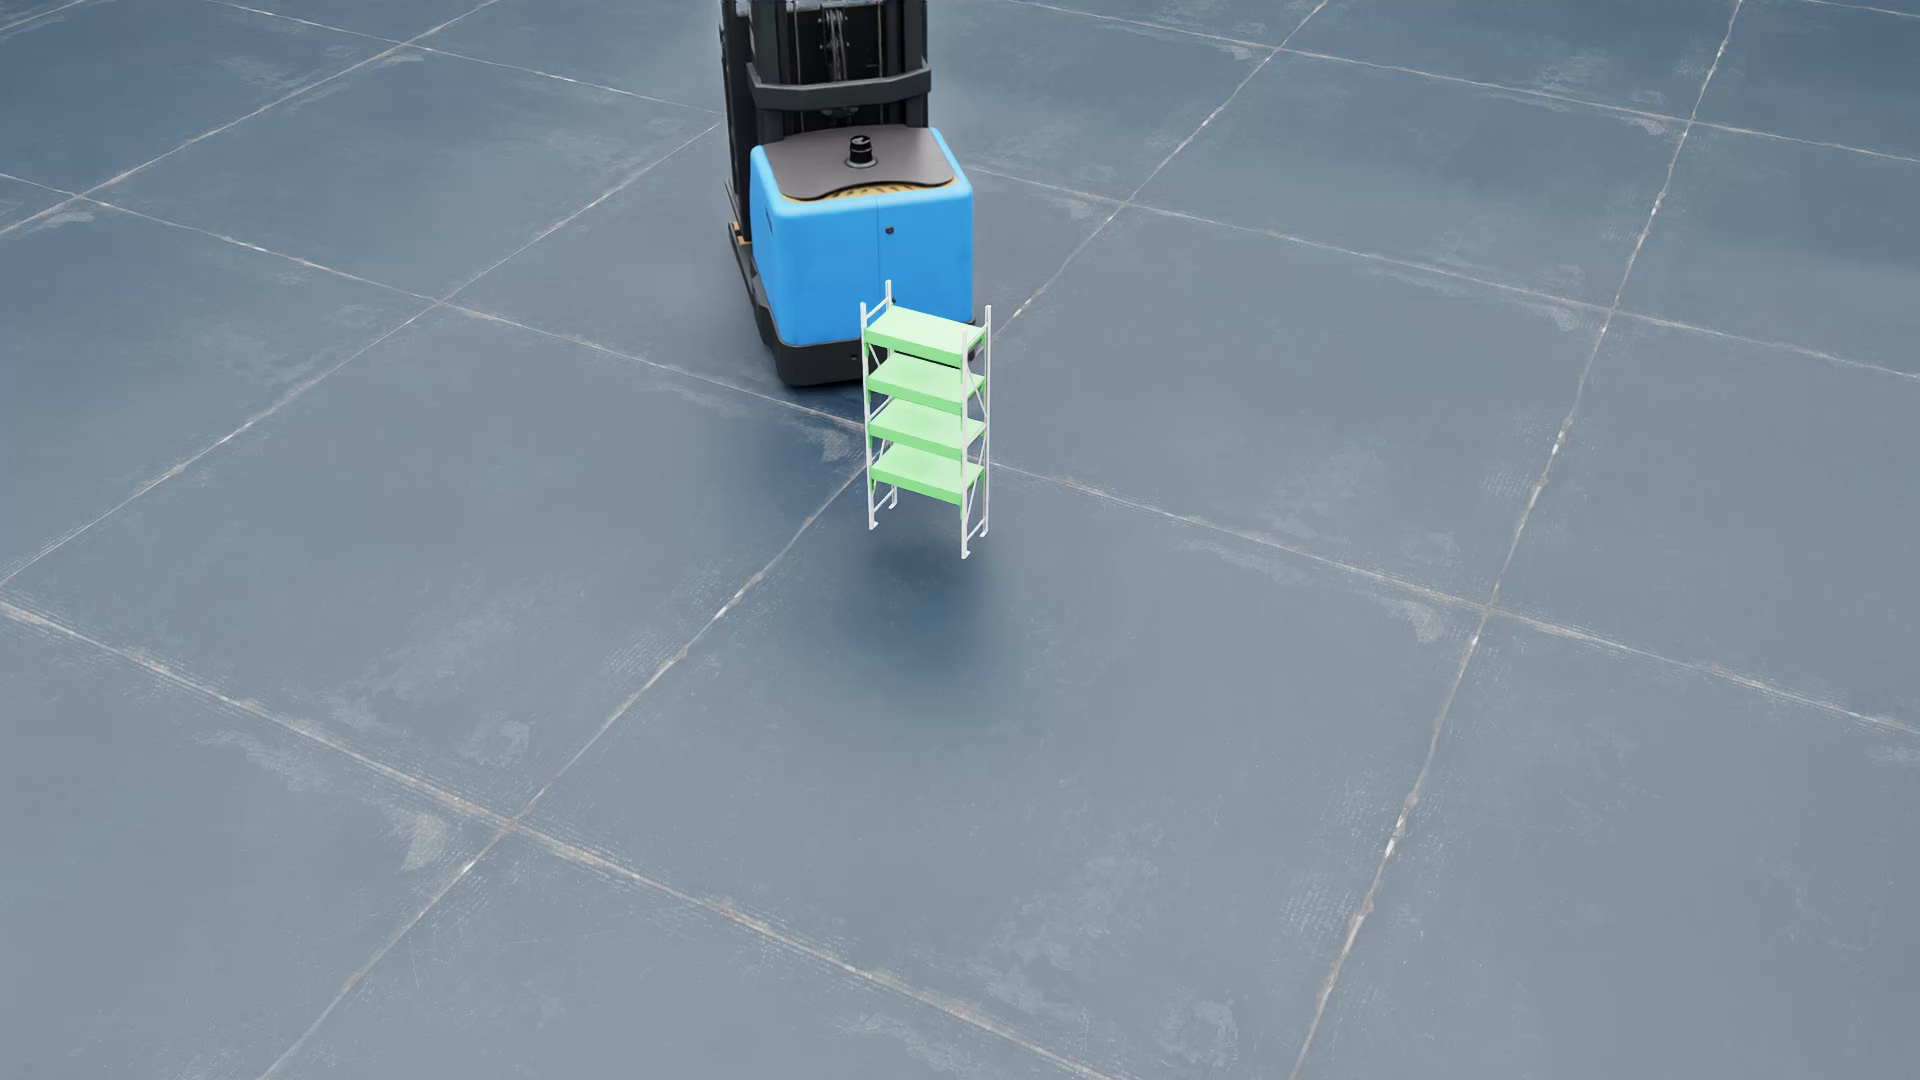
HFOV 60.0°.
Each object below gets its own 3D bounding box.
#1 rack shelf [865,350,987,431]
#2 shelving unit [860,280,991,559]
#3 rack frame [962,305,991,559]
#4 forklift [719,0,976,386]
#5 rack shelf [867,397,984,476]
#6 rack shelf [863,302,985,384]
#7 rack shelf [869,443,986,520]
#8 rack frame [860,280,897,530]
[{"bbox_3d":[-0.147,-0.664,7.341,0.480,0.148,0.258,17,41,21],"label":"rack shelf"},{"bbox_3d":[-0.147,-0.524,7.448,0.503,1.200,0.258,17,41,21],"label":"shelving unit"},{"bbox_3d":[0.070,-0.456,7.358,0.015,1.200,0.240,17,41,21],"label":"rack frame"},{"bbox_3d":[-0.778,-2.865,9.100,1.130,2.935,3.031,-9,38,-11],"label":"forklift"},{"bbox_3d":[-0.147,-0.473,7.487,0.480,0.148,0.258,17,41,21],"label":"rack shelf"},{"bbox_3d":[-0.147,-0.855,7.196,0.480,0.148,0.258,17,41,21],"label":"rack shelf"},{"bbox_3d":[-0.147,-0.282,7.632,0.480,0.148,0.258,17,41,21],"label":"rack shelf"},{"bbox_3d":[-0.364,-0.592,7.537,0.015,1.200,0.240,17,41,21],"label":"rack frame"}]
